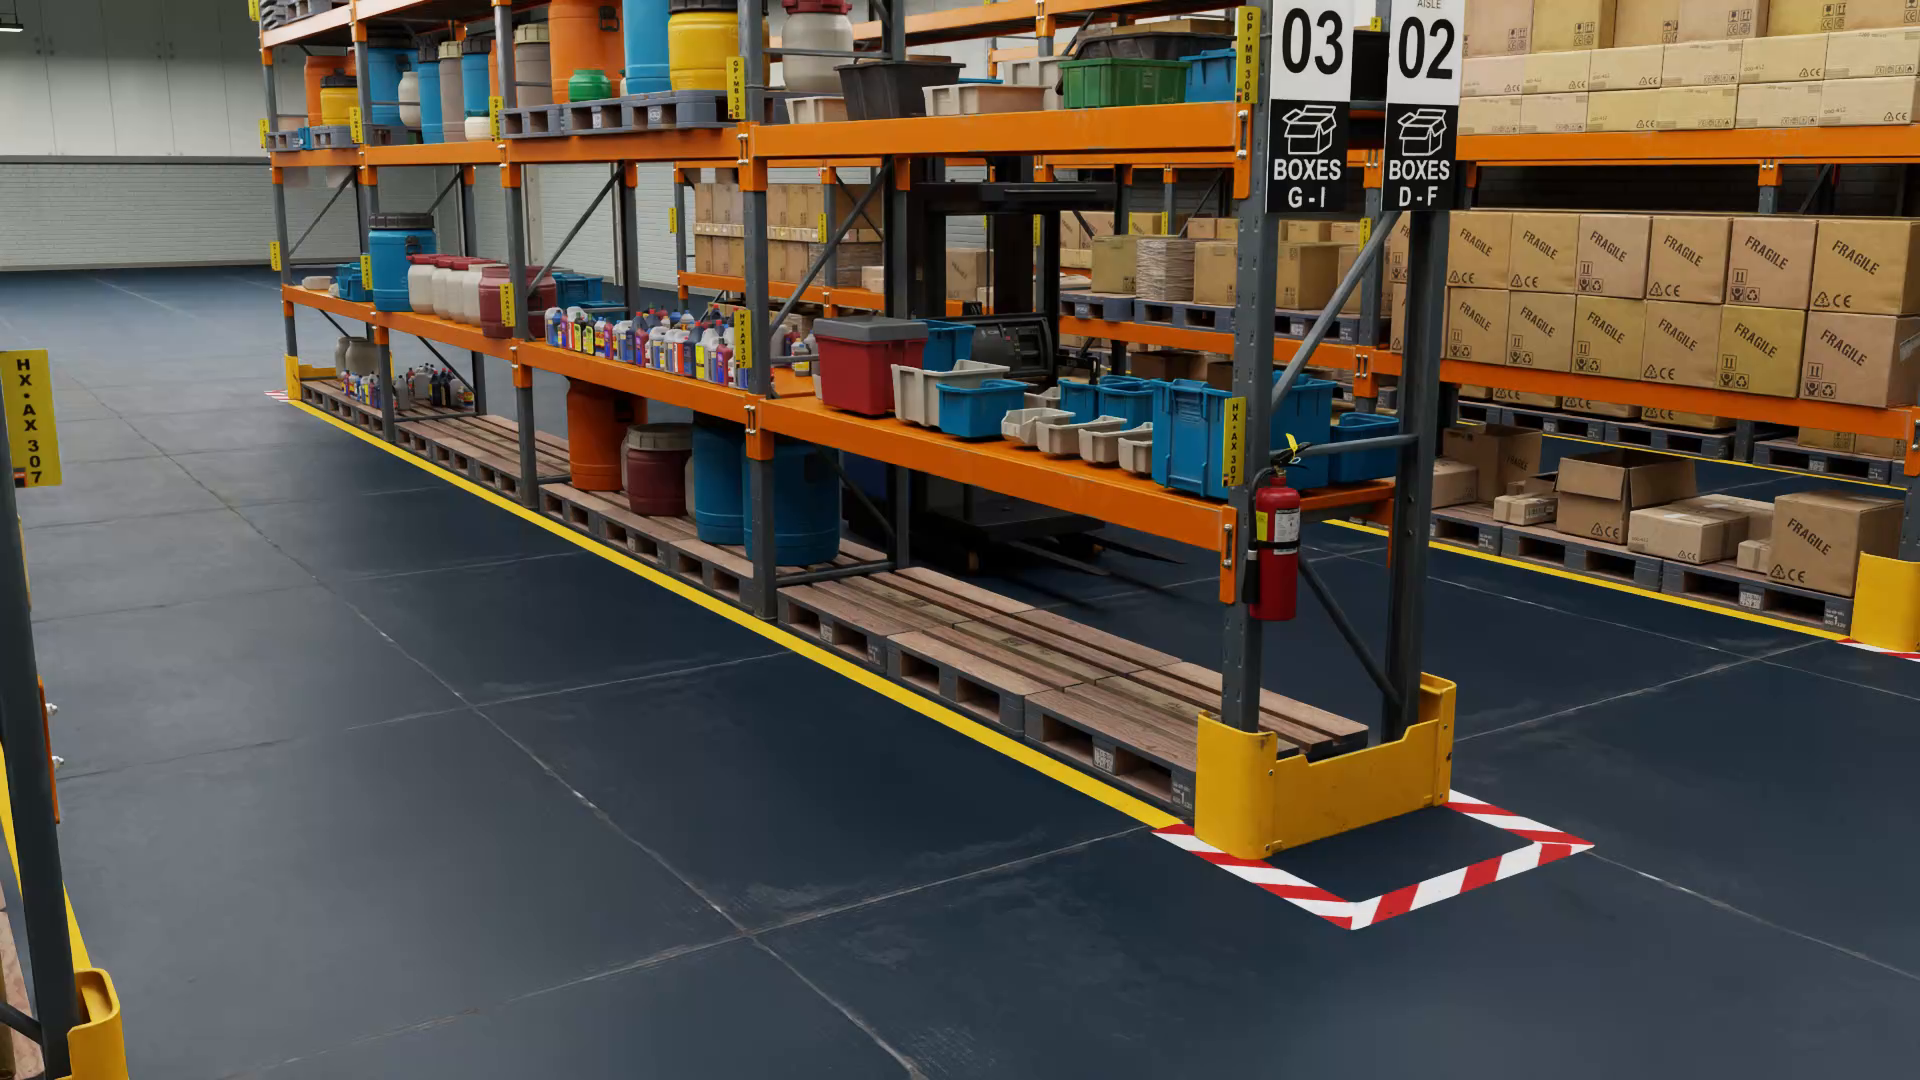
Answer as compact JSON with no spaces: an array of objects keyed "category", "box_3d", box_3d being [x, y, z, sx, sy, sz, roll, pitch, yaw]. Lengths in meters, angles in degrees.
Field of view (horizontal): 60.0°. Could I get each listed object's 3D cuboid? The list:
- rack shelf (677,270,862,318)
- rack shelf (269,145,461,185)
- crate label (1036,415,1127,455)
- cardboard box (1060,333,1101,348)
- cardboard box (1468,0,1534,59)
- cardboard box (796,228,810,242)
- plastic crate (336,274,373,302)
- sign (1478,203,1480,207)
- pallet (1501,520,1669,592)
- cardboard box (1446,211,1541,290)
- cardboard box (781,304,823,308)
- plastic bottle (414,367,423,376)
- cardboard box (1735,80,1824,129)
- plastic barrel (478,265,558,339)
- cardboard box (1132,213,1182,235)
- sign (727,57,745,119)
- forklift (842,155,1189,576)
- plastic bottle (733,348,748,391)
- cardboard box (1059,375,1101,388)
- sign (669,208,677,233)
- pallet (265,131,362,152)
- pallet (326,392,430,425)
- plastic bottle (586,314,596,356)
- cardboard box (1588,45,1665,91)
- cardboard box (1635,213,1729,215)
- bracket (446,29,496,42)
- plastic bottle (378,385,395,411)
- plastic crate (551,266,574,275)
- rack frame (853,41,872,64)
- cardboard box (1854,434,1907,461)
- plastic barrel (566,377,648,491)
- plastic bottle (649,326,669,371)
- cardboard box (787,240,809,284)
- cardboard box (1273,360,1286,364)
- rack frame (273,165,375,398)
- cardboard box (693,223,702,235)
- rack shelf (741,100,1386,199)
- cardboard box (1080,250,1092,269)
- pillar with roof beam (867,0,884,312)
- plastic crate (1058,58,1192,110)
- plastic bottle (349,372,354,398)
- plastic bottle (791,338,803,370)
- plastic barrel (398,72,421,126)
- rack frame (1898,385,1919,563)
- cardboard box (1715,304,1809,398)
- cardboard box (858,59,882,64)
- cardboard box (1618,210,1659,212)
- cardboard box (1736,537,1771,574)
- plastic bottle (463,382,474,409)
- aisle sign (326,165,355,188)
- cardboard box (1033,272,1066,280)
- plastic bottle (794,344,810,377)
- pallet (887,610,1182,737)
[{"category":"rack shelf","box_3d":[-2.176,-3.071,20.569,1.077,0.370,4.000,-8,15,-33]},{"category":"rack shelf","box_3d":[-6.302,-3.951,17.571,1.077,0.370,4.000,-8,15,-33]},{"category":"crate label","box_3d":[0.529,-0.471,7.473,0.396,0.136,0.243,-8,15,-33]},{"category":"cardboard box","box_3d":[1.827,-2.988,23.325,0.700,0.500,0.500,-9,15,-36]},{"category":"cardboard box","box_3d":[3.824,-3.459,11.064,0.700,0.500,0.500,-8,15,-33]},{"category":"cardboard box","box_3d":[-1.680,-3.546,19.305,0.380,0.149,0.250,-9,15,-34]},{"category":"plastic crate","box_3d":[-6.033,-2.574,16.957,0.499,0.251,0.616,-8,15,-33]},{"category":"sign","box_3d":[5.730,-3.575,18.477,0.100,0.325,0.005,-8,15,-33]},{"category":"pallet","box_3d":[4.424,0.057,11.106,1.003,0.211,1.213,-8,15,-33]},{"category":"cardboard box","box_3d":[3.677,-1.973,11.288,0.500,0.500,0.500,-9,15,-35]},{"category":"cardboard box","box_3d":[-1.897,-2.681,20.800,0.500,0.500,0.500,-8,15,-33]},{"category":"plastic bottle","box_3d":[-5.911,-1.754,18.209,0.152,0.276,0.135,-8,15,-32]},{"category":"cardboard box","box_3d":[4.808,-2.475,9.490,0.500,0.250,0.500,-8,15,-33]},{"category":"plastic barrel","box_3d":[-3.487,-1.883,13.134,0.600,0.536,0.708,-8,15,-33]},{"category":"cardboard box","box_3d":[2.534,-4.004,21.701,0.500,0.500,0.500,-8,15,-33]},{"category":"sign","box_3d":[-1.220,-2.464,9.064,0.100,0.325,0.005,-8,15,-33]},{"category":"forklift","box_3d":[0.331,-1.317,11.024,1.130,2.935,3.031,-8,14,-31]},{"category":"plastic bottle","box_3d":[-1.249,-1.030,9.841,0.152,0.276,0.135,-8,15,-33]},{"category":"cardboard box","box_3d":[1.162,-1.235,15.308,0.500,0.500,0.500,-7,14,-30]},{"category":"sign","box_3d":[-3.750,-4.176,21.723,0.100,0.325,0.005,-8,15,-33]},{"category":"pallet","box_3d":[-7.033,-4.407,18.415,1.003,0.211,1.213,-8,15,-33]},{"category":"pallet","box_3d":[-6.211,-1.461,18.048,1.003,0.211,1.213,-8,15,-33]},{"category":"plastic bottle","box_3d":[-2.587,-1.445,11.723,0.061,0.283,0.133,-8,15,-33]},{"category":"cardboard box","box_3d":[4.250,-2.897,10.247,0.500,0.250,0.500,-8,15,-33]},{"category":"cardboard box","box_3d":[4.703,-1.852,10.736,0.500,0.500,0.500,-8,15,-33]},{"category":"bracket","box_3d":[-13.314,-13.794,45.450,0.076,0.066,4.783,-8,15,-33]},{"category":"plastic bottle","box_3d":[-5.791,-1.483,16.792,0.144,0.351,0.185,-9,15,-34]},{"category":"plastic crate","box_3d":[-3.618,-2.125,14.408,0.402,0.464,0.583,-8,15,-33]},{"category":"rack frame","box_3d":[-1.068,-5.998,18.225,1.000,3.000,0.127,-8,15,-33]},{"category":"cardboard box","box_3d":[8.091,-0.981,14.192,0.700,0.500,0.500,-8,15,-33]},{"category":"plastic barrel","box_3d":[-2.692,-0.830,12.733,0.600,0.830,0.708,-8,15,-33]},{"category":"plastic bottle","box_3d":[-1.934,-1.250,10.846,0.152,0.276,0.135,-8,15,-33]},{"category":"cardboard box","box_3d":[-1.617,-3.287,19.638,0.700,0.500,0.500,-8,15,-33]},{"category":"cardboard box","box_3d":[4.052,-2.338,20.351,0.700,0.500,0.500,-8,15,-32]},{"category":"rack frame","box_3d":[-7.410,-3.193,19.441,1.000,3.000,0.127,-8,15,-33]},{"category":"cardboard box","box_3d":[-3.246,-4.049,21.603,0.380,0.149,0.250,-8,15,-33]},{"category":"rack shelf","box_3d":[0.347,-1.817,7.812,1.077,0.370,4.000,-8,15,-33]},{"category":"cardboard box","box_3d":[1.978,-3.816,22.596,0.500,0.250,0.500,-8,15,-33]},{"category":"pillar with roof beam","box_3d":[-4.963,-7.832,26.611,9.100,9.000,0.400,-8,15,-33]},{"category":"plastic crate","box_3d":[0.671,-1.851,6.779,0.450,0.188,0.336,-8,15,-33]},{"category":"plastic bottle","box_3d":[-6.475,-1.655,17.764,0.097,0.271,0.097,0,12,0]},{"category":"plastic bottle","box_3d":[-1.053,-1.213,10.851,0.097,0.201,0.097,0,12,0]},{"category":"plastic barrel","box_3d":[-5.269,-4.307,16.267,0.421,0.512,0.421,0,12,0]},{"category":"rack frame","box_3d":[5.580,-0.933,9.107,1.000,3.000,0.127,-8,15,-33]},{"category":"cardboard box","box_3d":[4.815,-1.121,9.733,0.500,0.500,0.500,-8,15,-32]},{"category":"cardboard box","box_3d":[-0.759,-4.916,17.914,0.500,0.500,0.500,-8,15,-32]},{"category":"cardboard box","box_3d":[6.456,-3.037,15.997,0.500,0.250,0.500,-8,15,-32]},{"category":"cardboard box","box_3d":[4.925,0.086,10.049,0.380,0.166,0.250,-8,15,-33]},{"category":"plastic bottle","box_3d":[-5.005,-1.472,16.929,0.097,0.271,0.097,0,12,0]},{"category":"aisle sign","box_3d":[-7.203,-4.511,19.383,0.394,0.787,0.004,-8,15,-33]},{"category":"cardboard box","box_3d":[0.814,-2.494,16.455,0.500,0.311,0.500,-8,15,-33]},{"category":"plastic bottle","box_3d":[-0.997,-1.136,10.501,0.097,0.201,0.097,0,12,0]},{"category":"pallet","box_3d":[0.358,0.647,8.410,1.003,0.211,1.213,-8,15,-33]}]
